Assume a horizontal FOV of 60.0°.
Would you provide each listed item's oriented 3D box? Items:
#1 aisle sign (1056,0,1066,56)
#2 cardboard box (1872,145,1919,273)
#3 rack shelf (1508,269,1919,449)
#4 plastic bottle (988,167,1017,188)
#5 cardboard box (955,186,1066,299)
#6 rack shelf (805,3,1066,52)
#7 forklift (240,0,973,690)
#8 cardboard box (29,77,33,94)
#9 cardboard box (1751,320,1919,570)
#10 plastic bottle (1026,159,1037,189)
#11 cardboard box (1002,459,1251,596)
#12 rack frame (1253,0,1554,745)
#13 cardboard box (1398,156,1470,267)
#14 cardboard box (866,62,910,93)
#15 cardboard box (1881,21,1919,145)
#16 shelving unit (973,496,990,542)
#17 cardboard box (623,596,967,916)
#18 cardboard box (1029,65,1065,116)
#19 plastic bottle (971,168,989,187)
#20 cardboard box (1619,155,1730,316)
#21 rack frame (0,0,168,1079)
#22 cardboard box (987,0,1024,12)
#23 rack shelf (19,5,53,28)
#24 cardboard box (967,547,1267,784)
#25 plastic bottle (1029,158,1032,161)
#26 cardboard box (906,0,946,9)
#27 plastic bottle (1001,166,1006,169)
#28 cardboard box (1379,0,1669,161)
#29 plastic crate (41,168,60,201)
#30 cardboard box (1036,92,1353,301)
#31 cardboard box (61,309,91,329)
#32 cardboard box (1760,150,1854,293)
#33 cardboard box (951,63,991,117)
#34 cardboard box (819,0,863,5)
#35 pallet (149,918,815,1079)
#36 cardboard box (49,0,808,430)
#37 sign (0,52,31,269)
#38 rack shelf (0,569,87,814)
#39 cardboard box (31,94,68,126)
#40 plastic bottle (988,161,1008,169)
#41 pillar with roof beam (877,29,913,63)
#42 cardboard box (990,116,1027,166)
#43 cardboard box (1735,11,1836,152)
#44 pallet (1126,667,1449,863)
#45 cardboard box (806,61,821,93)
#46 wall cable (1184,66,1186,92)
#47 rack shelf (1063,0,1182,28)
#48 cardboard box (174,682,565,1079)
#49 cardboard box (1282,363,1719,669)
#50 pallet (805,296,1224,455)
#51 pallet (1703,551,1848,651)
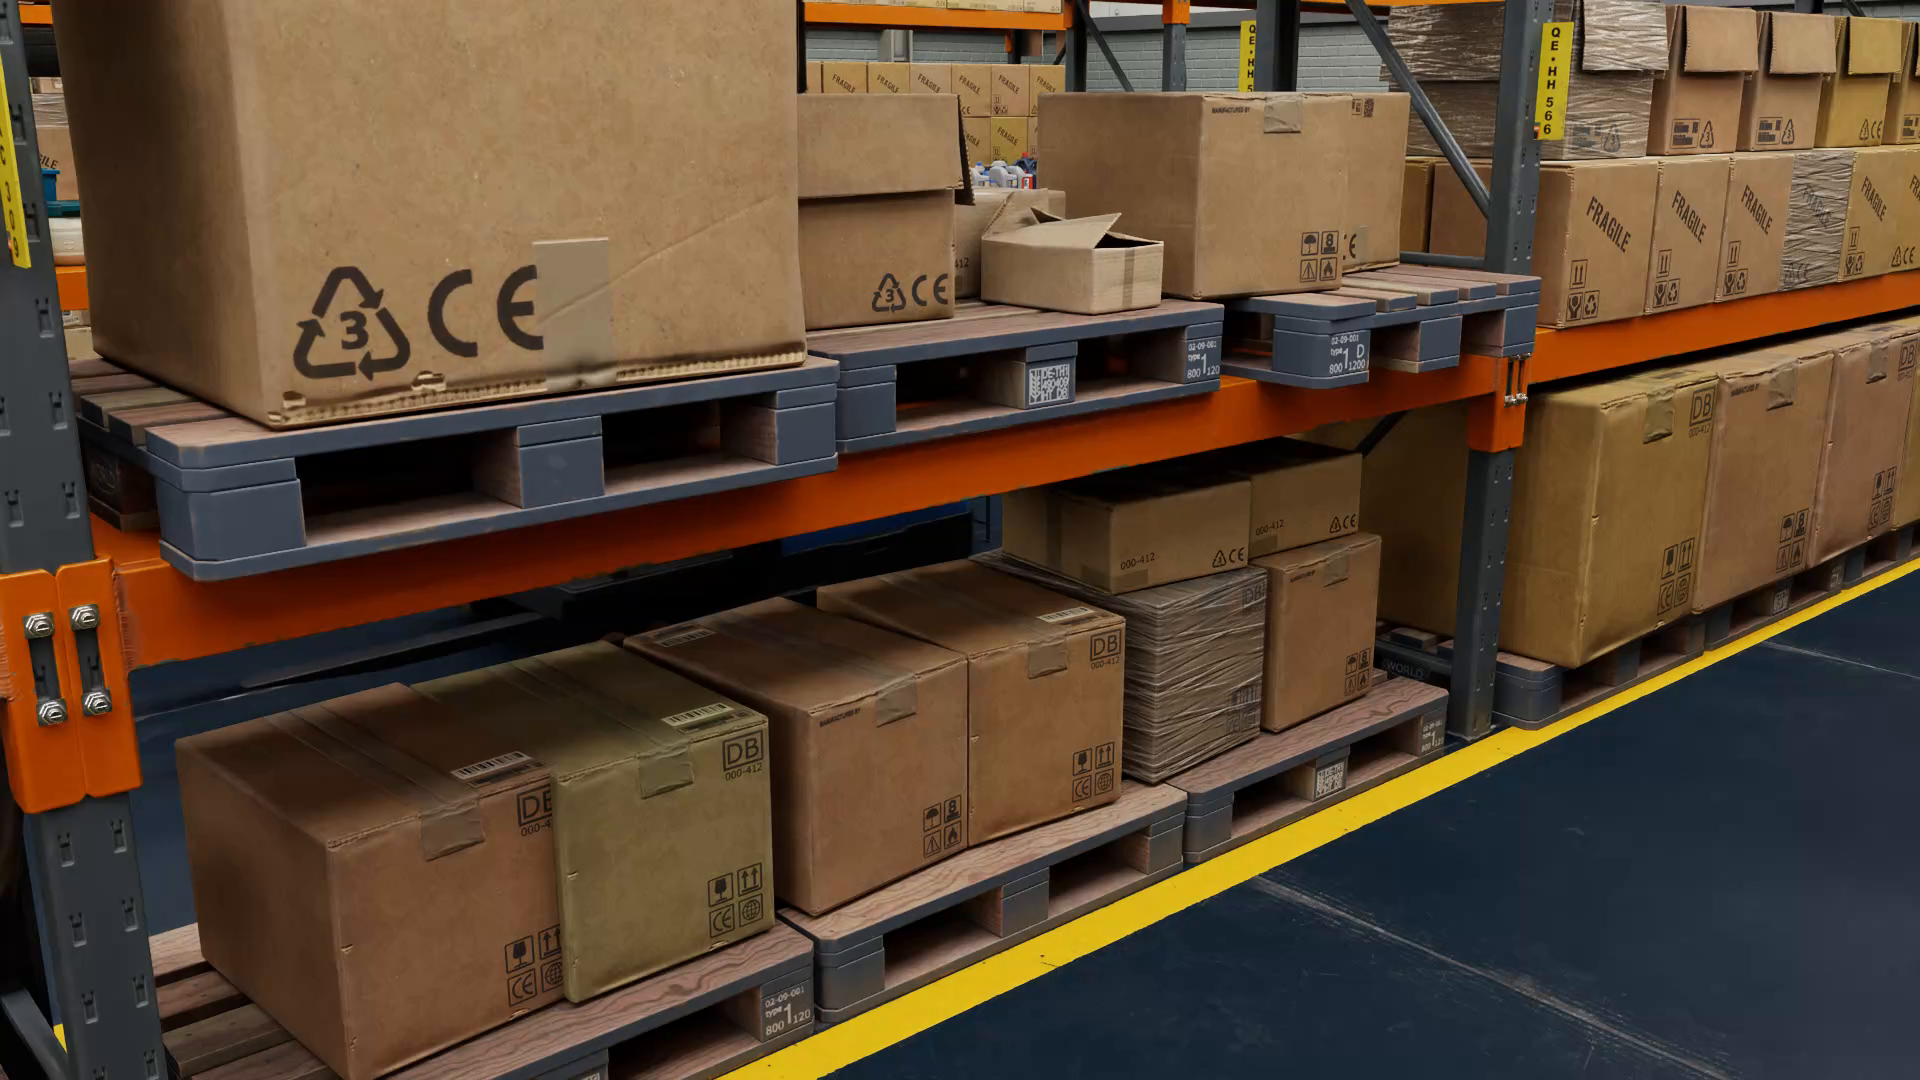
[{"bbox_3d":[1.131,-5.396,17.101,0.004,0.787,0.394,-13,19,-39],"label":"aisle sign"},{"bbox_3d":[3.809,-1.415,7.040,0.500,0.500,0.500,-12,19,-38],"label":"cardboard box"},{"bbox_3d":[2.852,-0.895,6.682,4.000,0.370,1.077,-13,19,-39],"label":"rack shelf"},{"bbox_3d":[0.267,-2.186,10.361,0.135,0.276,0.152,-13,19,-39],"label":"plastic bottle"},{"bbox_3d":[-0.072,-0.795,4.390,0.500,0.250,0.500,-13,20,-41],"label":"cardboard box"},{"bbox_3d":[-0.631,-4.951,16.054,4.000,0.370,1.077,-13,19,-39],"label":"rack shelf"},{"bbox_3d":[-1.355,-1.073,6.089,3.031,2.935,1.130,-14,20,-42],"label":"forklift"},{"bbox_3d":[-8.885,-4.249,15.542,0.380,0.149,0.250,12,19,38],"label":"cardboard box"},{"bbox_3d":[3.217,-0.494,7.090,0.875,0.875,1.225,-14,20,-41],"label":"cardboard box"},{"bbox_3d":[0.491,-2.271,10.535,0.185,0.351,0.144,-13,19,-39],"label":"plastic bottle"},{"bbox_3d":[0.464,-0.060,4.699,0.500,0.250,0.500,-10,18,-33],"label":"cardboard box"},{"bbox_3d":[1.343,-0.904,5.320,0.127,3.000,1.000,-13,19,-39],"label":"rack frame"},{"bbox_3d":[1.553,-1.084,5.801,0.500,0.500,0.500,-12,19,-38],"label":"cardboard box"},{"bbox_3d":[-0.822,-4.241,15.685,0.500,0.500,0.500,-13,20,-41],"label":"cardboard box"},{"bbox_3d":[3.884,-2.004,7.304,0.637,0.503,0.797,-13,20,-41],"label":"cardboard box"},{"bbox_3d":[-0.011,-0.577,7.586,0.189,1.200,0.258,-13,19,-39],"label":"shelving unit"},{"bbox_3d":[-0.403,0.497,4.067,0.700,0.500,0.500,14,20,42],"label":"cardboard box"},{"bbox_3d":[0.723,-4.590,16.992,0.500,0.500,0.500,-13,20,-40],"label":"cardboard box"},{"bbox_3d":[0.092,-2.146,10.214,0.135,0.276,0.152,-13,19,-39],"label":"plastic bottle"},{"bbox_3d":[2.276,-1.069,5.746,0.500,0.500,0.500,-13,20,-41],"label":"cardboard box"},{"bbox_3d":[-1.674,-0.226,2.784,0.127,3.000,1.000,-13,19,-39],"label":"rack frame"},{"bbox_3d":[0.279,-5.344,16.422,0.500,0.250,0.500,-13,19,-39],"label":"cardboard box"},{"bbox_3d":[-9.920,-4.559,14.588,4.000,0.370,1.077,-13,19,-39],"label":"rack shelf"},{"bbox_3d":[0.441,0.305,4.786,0.700,0.500,0.500,14,20,42],"label":"cardboard box"},{"bbox_3d":[0.452,-2.487,11.476,0.133,0.283,0.061,-13,19,-39],"label":"plastic bottle"},{"bbox_3d":[-0.477,-5.175,15.790,0.500,0.250,0.500,-13,19,-39],"label":"cardboard box"},{"bbox_3d":[0.272,-2.227,10.526,0.097,0.271,0.097,0,15,0],"label":"plastic bottle"},{"bbox_3d":[1.905,-1.557,5.630,0.637,0.503,0.797,-12,19,-38],"label":"cardboard box"},{"bbox_3d":[-4.298,-1.430,7.322,0.575,0.384,0.392,-13,19,-39],"label":"plastic crate"},{"bbox_3d":[0.606,-0.942,4.455,0.500,0.500,0.700,-9,18,-31],"label":"cardboard box"},{"bbox_3d":[-6.161,-1.667,11.607,0.500,0.311,0.500,-13,20,-40],"label":"cardboard box"},{"bbox_3d":[3.039,-1.241,6.389,0.500,0.500,0.500,-13,19,-39],"label":"cardboard box"},{"bbox_3d":[-0.046,-4.416,16.339,0.500,0.500,0.500,-12,19,-38],"label":"cardboard box"},{"bbox_3d":[-1.230,-5.005,15.154,0.500,0.250,0.500,-13,19,-39],"label":"cardboard box"},{"bbox_3d":[-1.088,0.989,3.638,1.213,0.211,1.003,-13,19,-39],"label":"pallet"},{"bbox_3d":[-0.983,-0.826,3.054,1.000,1.000,1.000,-12,19,-39],"label":"cardboard box"},{"bbox_3d":[-1.312,-0.540,2.281,0.005,0.325,0.100,-13,19,-39],"label":"sign"},{"bbox_3d":[-3.183,0.460,1.608,4.000,0.370,1.077,-13,19,-39],"label":"rack shelf"},{"bbox_3d":[-8.760,-3.976,15.776,0.700,0.500,0.500,13,20,40],"label":"cardboard box"},{"bbox_3d":[0.234,-2.419,11.235,0.135,0.276,0.152,-13,19,-39],"label":"plastic bottle"},{"bbox_3d":[1.918,-7.838,19.655,0.400,9.000,9.100,-13,19,-39],"label":"pillar with roof beam"},{"bbox_3d":[0.330,-4.019,16.790,0.500,0.500,0.500,-12,19,-39],"label":"cardboard box"},{"bbox_3d":[2.900,-1.782,6.471,0.637,0.503,0.797,-12,19,-38],"label":"cardboard box"},{"bbox_3d":[0.753,0.576,5.186,1.213,0.211,1.003,-13,19,-39],"label":"pallet"},{"bbox_3d":[-1.599,-4.067,15.031,0.500,0.500,0.500,-12,19,-38],"label":"cardboard box"},{"bbox_3d":[2.125,-7.439,24.178,0.112,2.526,3.097,-13,19,-39],"label":"wall cable"},{"bbox_3d":[-0.399,-3.308,9.904,4.000,0.370,1.077,-13,19,-39],"label":"rack shelf"},{"bbox_3d":[-1.197,0.669,3.423,0.700,0.500,0.500,14,21,43],"label":"cardboard box"},{"bbox_3d":[1.877,-0.193,5.963,0.875,0.875,1.225,-14,20,-42],"label":"cardboard box"},{"bbox_3d":[-0.123,-0.468,4.060,1.213,0.211,1.003,-13,19,-39],"label":"pallet"},{"bbox_3d":[2.907,0.119,6.895,1.213,0.211,1.003,-13,19,-39],"label":"pallet"}]
